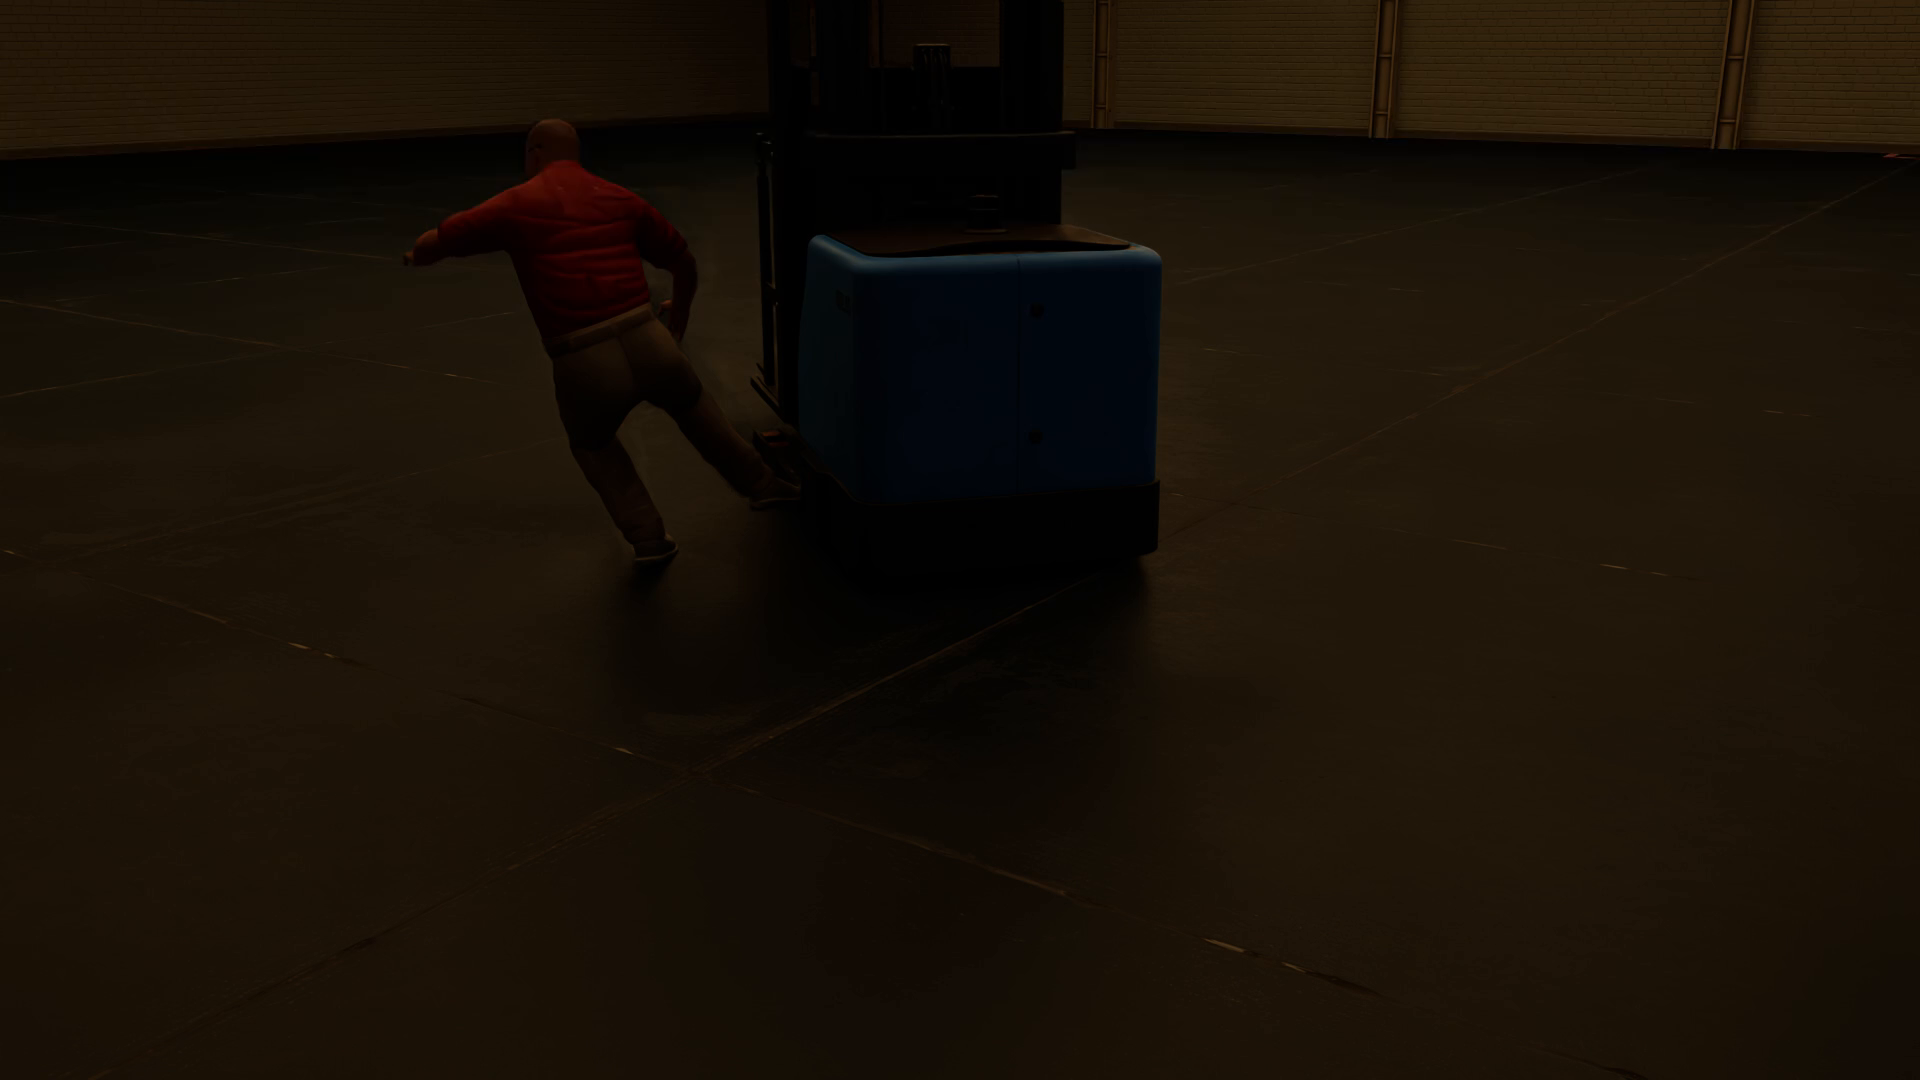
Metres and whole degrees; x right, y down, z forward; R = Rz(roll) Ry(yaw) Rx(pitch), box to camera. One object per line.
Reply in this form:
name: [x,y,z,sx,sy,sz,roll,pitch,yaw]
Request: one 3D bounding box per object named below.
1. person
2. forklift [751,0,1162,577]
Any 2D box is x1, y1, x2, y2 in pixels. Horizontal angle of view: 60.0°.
person: [-1.150,-0.687,5.693,1.293,1.480,0.915,-10,19,-29]
forklift: [-0.233,-1.666,6.406,1.130,2.935,3.031,-5,17,-15]
